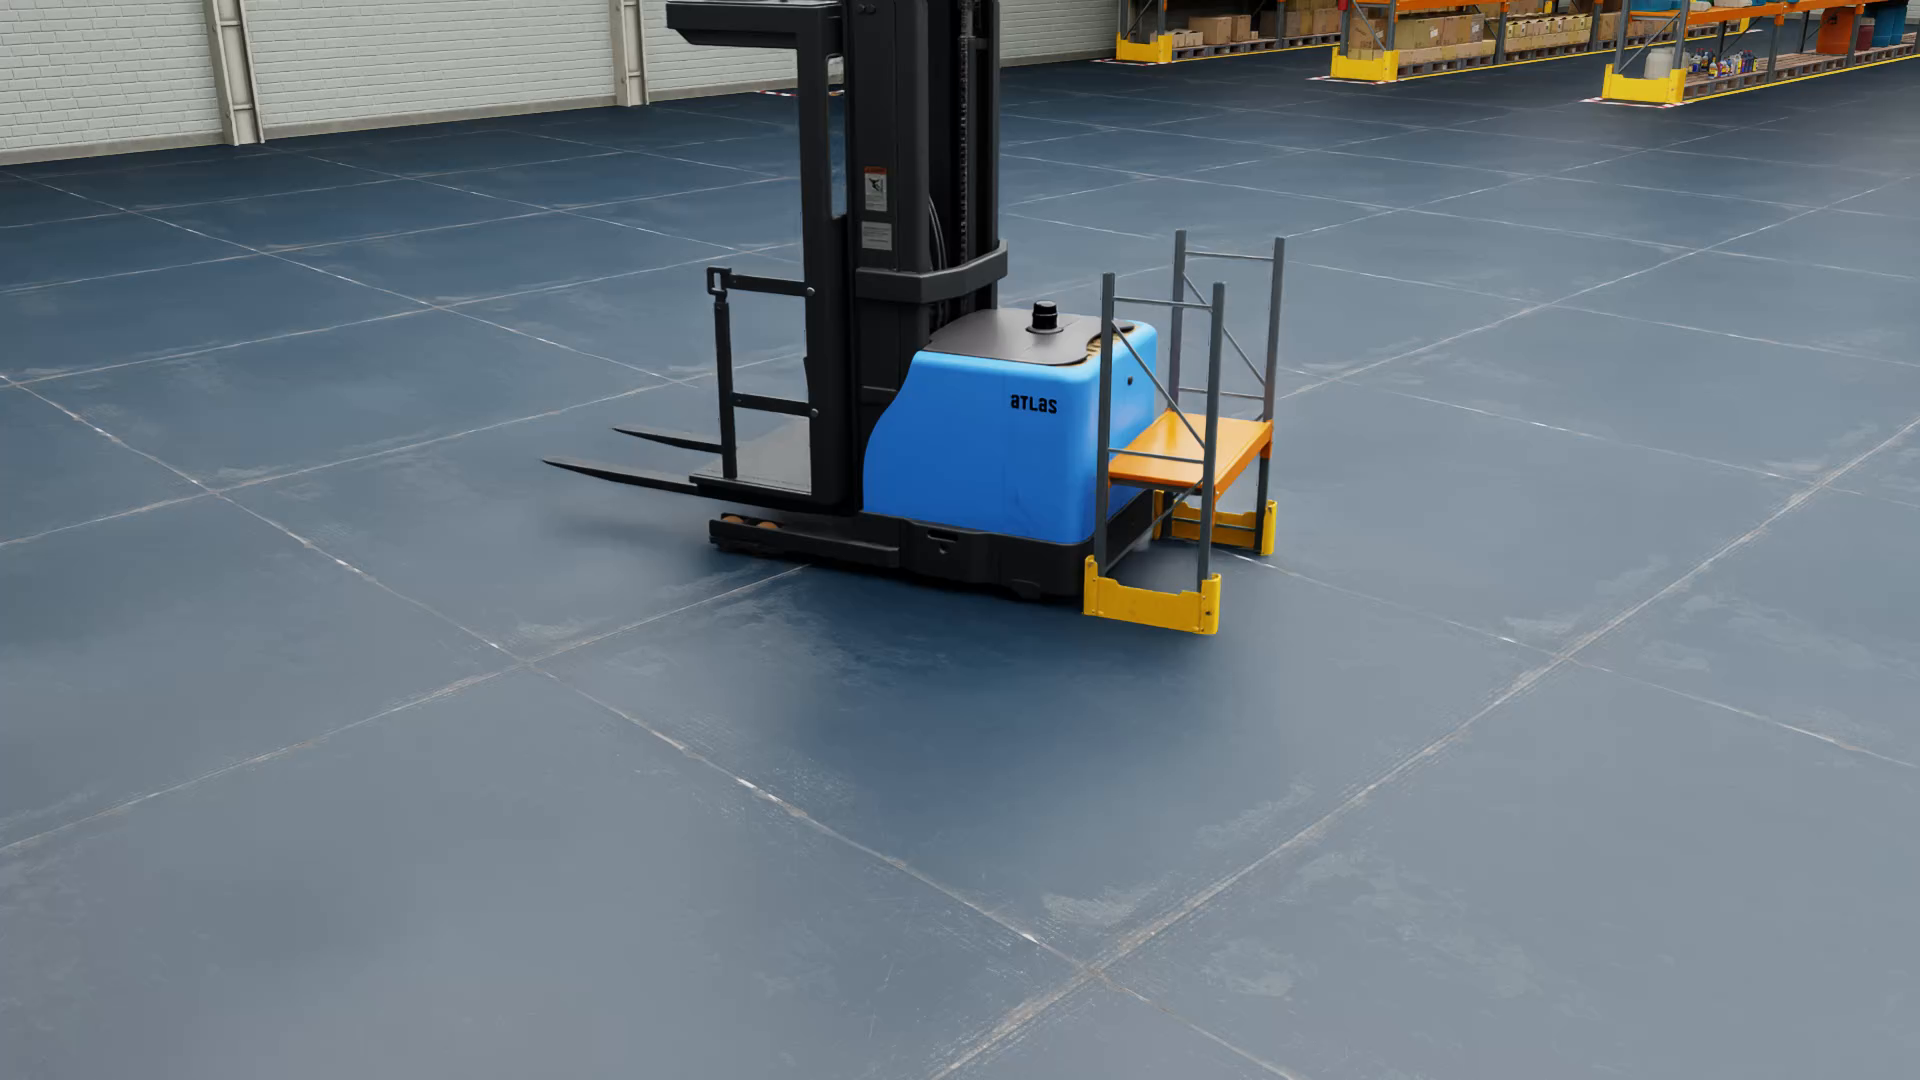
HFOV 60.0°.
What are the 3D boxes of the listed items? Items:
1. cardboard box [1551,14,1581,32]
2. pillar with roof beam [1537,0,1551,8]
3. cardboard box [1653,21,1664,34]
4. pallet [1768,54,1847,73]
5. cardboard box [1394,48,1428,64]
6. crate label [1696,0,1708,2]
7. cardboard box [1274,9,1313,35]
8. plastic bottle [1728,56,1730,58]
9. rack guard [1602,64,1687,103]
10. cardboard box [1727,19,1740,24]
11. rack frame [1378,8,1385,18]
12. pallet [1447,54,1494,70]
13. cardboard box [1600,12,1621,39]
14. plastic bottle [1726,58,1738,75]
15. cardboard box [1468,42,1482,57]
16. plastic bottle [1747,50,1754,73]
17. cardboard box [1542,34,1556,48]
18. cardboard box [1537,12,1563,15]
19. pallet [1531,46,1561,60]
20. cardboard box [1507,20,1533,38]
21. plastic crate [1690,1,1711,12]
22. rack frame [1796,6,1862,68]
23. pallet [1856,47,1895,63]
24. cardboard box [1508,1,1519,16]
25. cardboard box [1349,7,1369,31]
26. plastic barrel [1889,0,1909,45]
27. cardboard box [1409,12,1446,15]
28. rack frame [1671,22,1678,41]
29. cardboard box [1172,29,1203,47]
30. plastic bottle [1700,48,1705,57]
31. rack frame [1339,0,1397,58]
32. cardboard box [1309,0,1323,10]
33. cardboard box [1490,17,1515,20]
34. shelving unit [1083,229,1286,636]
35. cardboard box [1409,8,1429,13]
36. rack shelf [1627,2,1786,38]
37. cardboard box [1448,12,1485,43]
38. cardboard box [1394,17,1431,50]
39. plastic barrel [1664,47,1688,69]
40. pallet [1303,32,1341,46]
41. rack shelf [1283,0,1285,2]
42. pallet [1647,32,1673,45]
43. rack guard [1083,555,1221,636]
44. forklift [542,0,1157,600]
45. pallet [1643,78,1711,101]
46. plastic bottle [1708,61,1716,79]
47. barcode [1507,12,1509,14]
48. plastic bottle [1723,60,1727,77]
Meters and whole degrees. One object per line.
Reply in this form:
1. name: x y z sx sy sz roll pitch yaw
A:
1. cardboard box: 12.103 -10.382 33.370 0.500 0.311 0.500 19 28 40
2. pillar with roof beam: 19.027 -17.468 40.978 9.100 9.000 0.400 19 28 41
3. cardboard box: 14.951 -11.282 36.118 0.500 0.500 0.500 19 28 41
4. pallet: 15.628 -8.807 30.695 1.003 0.211 1.213 19 28 41
5. cardboard box: 7.949 -8.607 29.534 0.500 0.250 0.500 19 28 41
6. crate label: 11.706 -8.799 26.738 0.502 0.435 0.616 19 28 41
7. cardboard box: 7.134 -11.127 35.714 0.700 0.500 0.500 19 28 40
8. plastic bottle: 12.713 -7.857 27.507 0.061 0.283 0.133 19 28 41
9. rack guard: 10.635 -7.107 25.867 1.175 0.500 0.348 19 28 41
10. cardboard box: 18.028 -12.433 39.111 0.500 0.500 0.500 19 28 41
11. rack frame: 9.098 -12.778 37.138 1.000 3.000 0.127 19 28 41
12. pallet: 9.275 -9.015 31.236 1.003 0.211 1.213 19 28 41
13. cardboard box: 13.534 -10.759 34.757 0.500 0.500 0.500 18 27 39
14. plastic bottle: 12.688 -7.793 27.353 0.135 0.276 0.152 -20 28 -41
15. cardboard box: 9.337 -9.124 30.878 0.500 0.250 0.500 19 28 41
16. plastic bottle: 13.163 -8.001 27.790 0.144 0.351 0.185 18 28 39
17. cardboard box: 11.391 -9.861 32.795 0.500 0.250 0.500 -20 28 -41
18. cardboard box: 12.074 -10.652 34.074 0.500 0.311 0.500 -19 28 -40
19. pallet: 11.197 -9.724 33.078 1.003 0.211 1.213 19 28 41
20. cardboard box: 10.679 -9.857 32.003 0.500 0.311 0.500 19 28 40
21. plastic crate: 11.471 -8.268 25.773 0.298 0.136 0.250 19 28 41
22. rack frame: 16.197 -10.298 30.687 1.000 3.000 0.127 19 28 41
23. pallet: 17.568 -9.522 32.554 1.003 0.211 1.213 19 28 41
24. cardboard box: 13.563 -13.401 41.657 0.700 0.500 0.500 18 27 39
25. cardboard box: 8.633 -11.618 36.993 0.500 0.500 0.700 -20 29 -41
26. plastic barrel: 18.595 -10.408 33.311 0.600 0.901 0.708 19 28 41
27. cardboard box: 8.614 -9.476 30.748 0.500 0.500 0.500 19 28 41
28. rack frame: 15.441 -12.567 36.590 1.000 3.000 0.127 19 28 41
29. cardboard box: 4.462 -9.974 32.977 0.500 0.311 0.500 -17 27 -38
30. plastic bottle: 12.546 -8.136 28.139 0.185 0.351 0.144 -19 28 -41
31. rack frame: 7.069 -9.483 28.565 1.000 3.000 0.127 19 28 41
32. cardboard box: 7.474 -11.581 35.849 0.500 0.250 0.500 18 28 39
33. cardboard box: 10.645 -10.124 32.699 0.500 0.311 0.500 19 28 40
34. shelving unit: 1.016 -0.513 7.318 0.587 1.500 1.083 9 23 22
35. cardboard box: 10.321 -12.350 38.437 0.750 0.750 0.750 19 28 40
36. rack shelf: 12.011 -8.420 26.804 1.077 0.370 4.000 19 28 41
37. cardboard box: 9.336 -9.474 30.744 0.500 0.500 0.500 19 28 41
38. cardboard box: 7.950 -8.957 29.398 0.500 0.500 0.500 19 28 41
39. plastic barrel: 11.370 -7.594 26.533 0.421 0.512 0.421 0 21 0
40. pallet: 7.701 -10.964 36.305 1.003 0.211 1.213 19 28 41
41. rack shelf: 7.703 -11.928 35.930 1.077 0.370 4.000 19 28 41
42. pallet: 14.900 -11.047 36.522 1.003 0.211 1.213 19 28 41
43. rack guard: 0.817 0.234 7.116 0.587 0.250 0.087 9 23 22
44. forklift: -0.632 -1.445 7.749 3.031 2.935 1.130 10 23 23
45. pallet: 11.206 -7.179 26.459 1.003 0.211 1.213 19 28 41
46. plastic bottle: 12.104 -7.562 26.757 0.097 0.271 0.097 0 21 0
47. barcode: 10.336 -9.959 31.337 0.001 0.075 0.075 19 28 41
48. plastic bottle: 12.413 -7.676 27.053 0.097 0.271 0.097 0 21 0
